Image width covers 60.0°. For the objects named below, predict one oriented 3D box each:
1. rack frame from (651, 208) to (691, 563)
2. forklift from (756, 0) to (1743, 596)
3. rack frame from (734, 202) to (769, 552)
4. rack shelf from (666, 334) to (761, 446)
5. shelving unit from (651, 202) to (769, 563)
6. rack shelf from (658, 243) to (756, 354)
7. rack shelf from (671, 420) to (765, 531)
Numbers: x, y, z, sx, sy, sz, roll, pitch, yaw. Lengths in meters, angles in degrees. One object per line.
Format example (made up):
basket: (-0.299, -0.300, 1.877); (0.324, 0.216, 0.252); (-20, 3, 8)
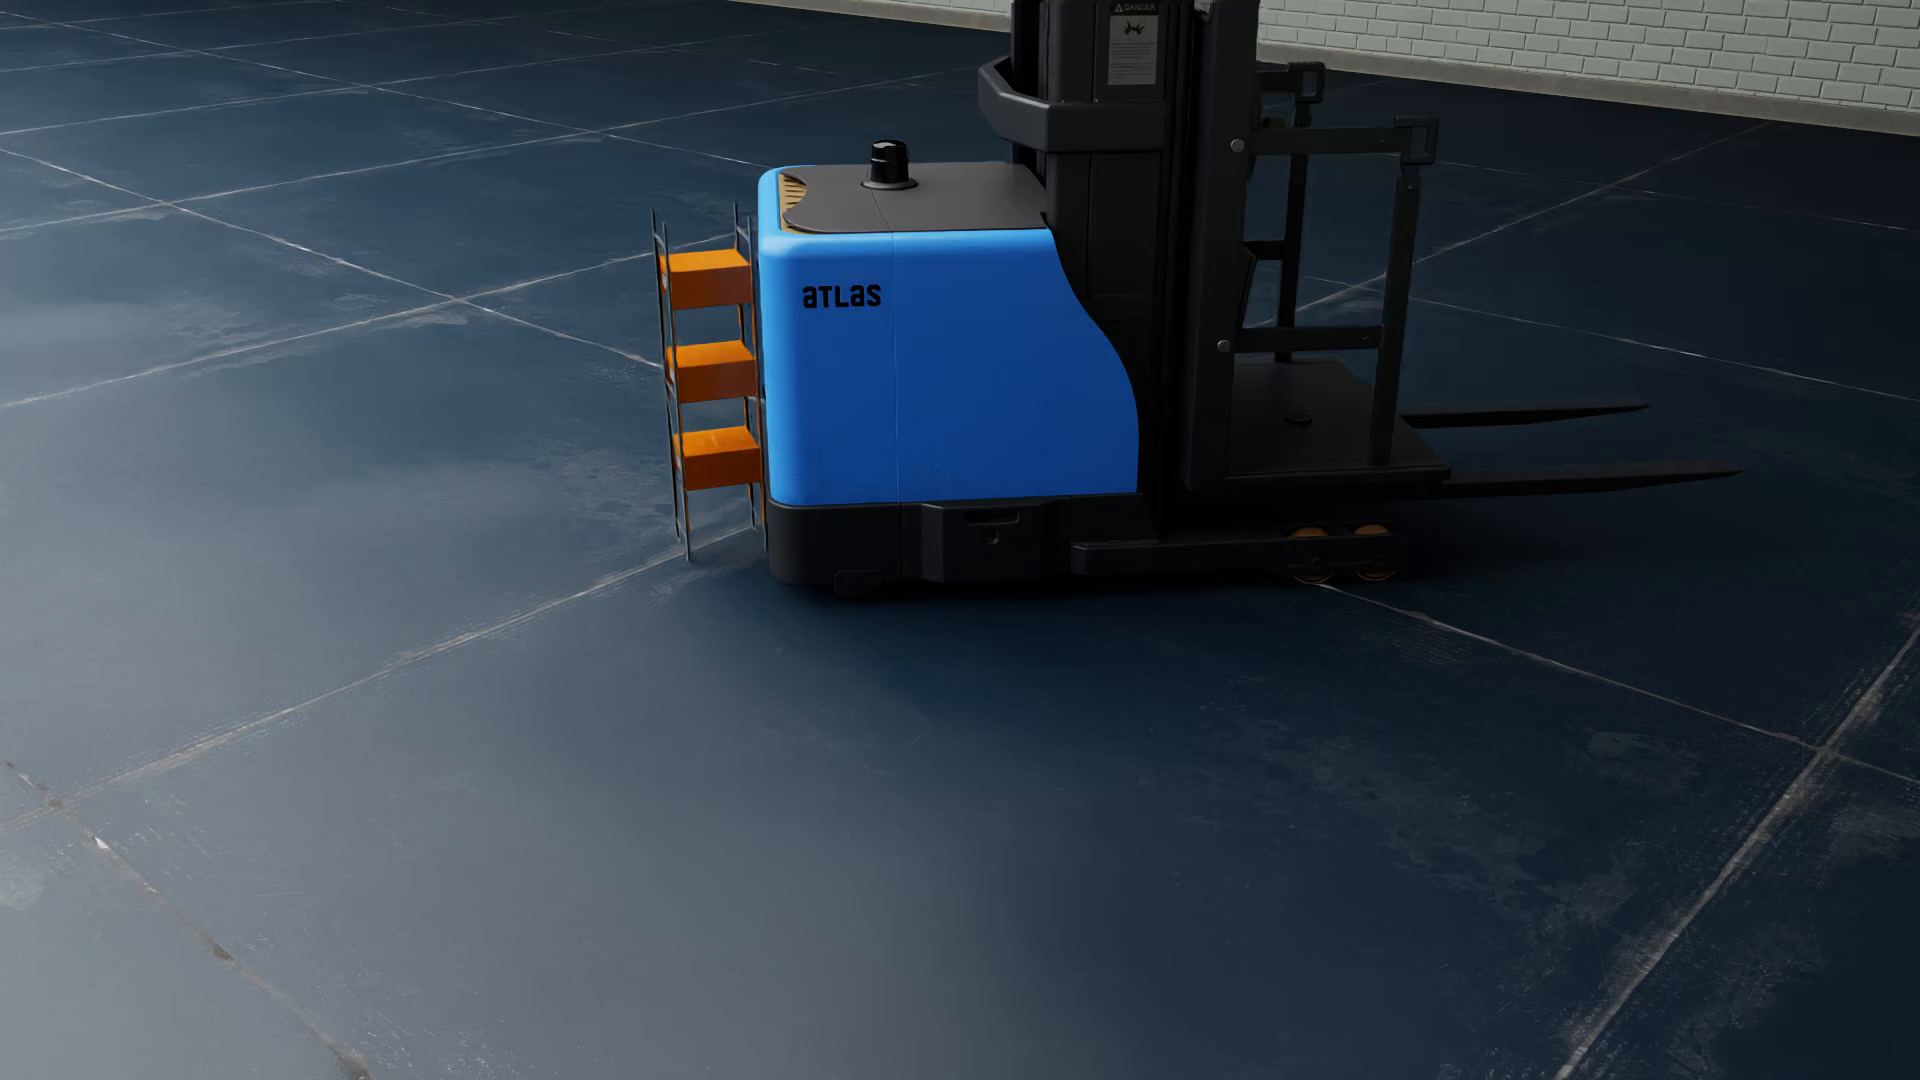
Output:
rack frame: (-0.861, -0.447, 4.964); (0.008, 1.050, 0.200); (-8, 25, -18)
forklift: (0.904, -1.418, 4.830); (3.031, 2.935, 1.130); (-3, 24, -6)
rack frame: (-0.631, -0.481, 5.039); (0.008, 1.050, 0.200); (-8, 25, -18)
rack shelf: (-0.746, -0.454, 5.006); (0.240, 0.259, 0.215); (-8, 25, -18)
shelving unit: (-0.746, -0.464, 5.002); (0.252, 1.050, 0.215); (-8, 25, -18)
rack shelf: (-0.746, -0.713, 4.890); (0.240, 0.259, 0.215); (-8, 25, -18)
rack shelf: (-0.746, -0.201, 5.120); (0.240, 0.259, 0.215); (-8, 25, -18)
